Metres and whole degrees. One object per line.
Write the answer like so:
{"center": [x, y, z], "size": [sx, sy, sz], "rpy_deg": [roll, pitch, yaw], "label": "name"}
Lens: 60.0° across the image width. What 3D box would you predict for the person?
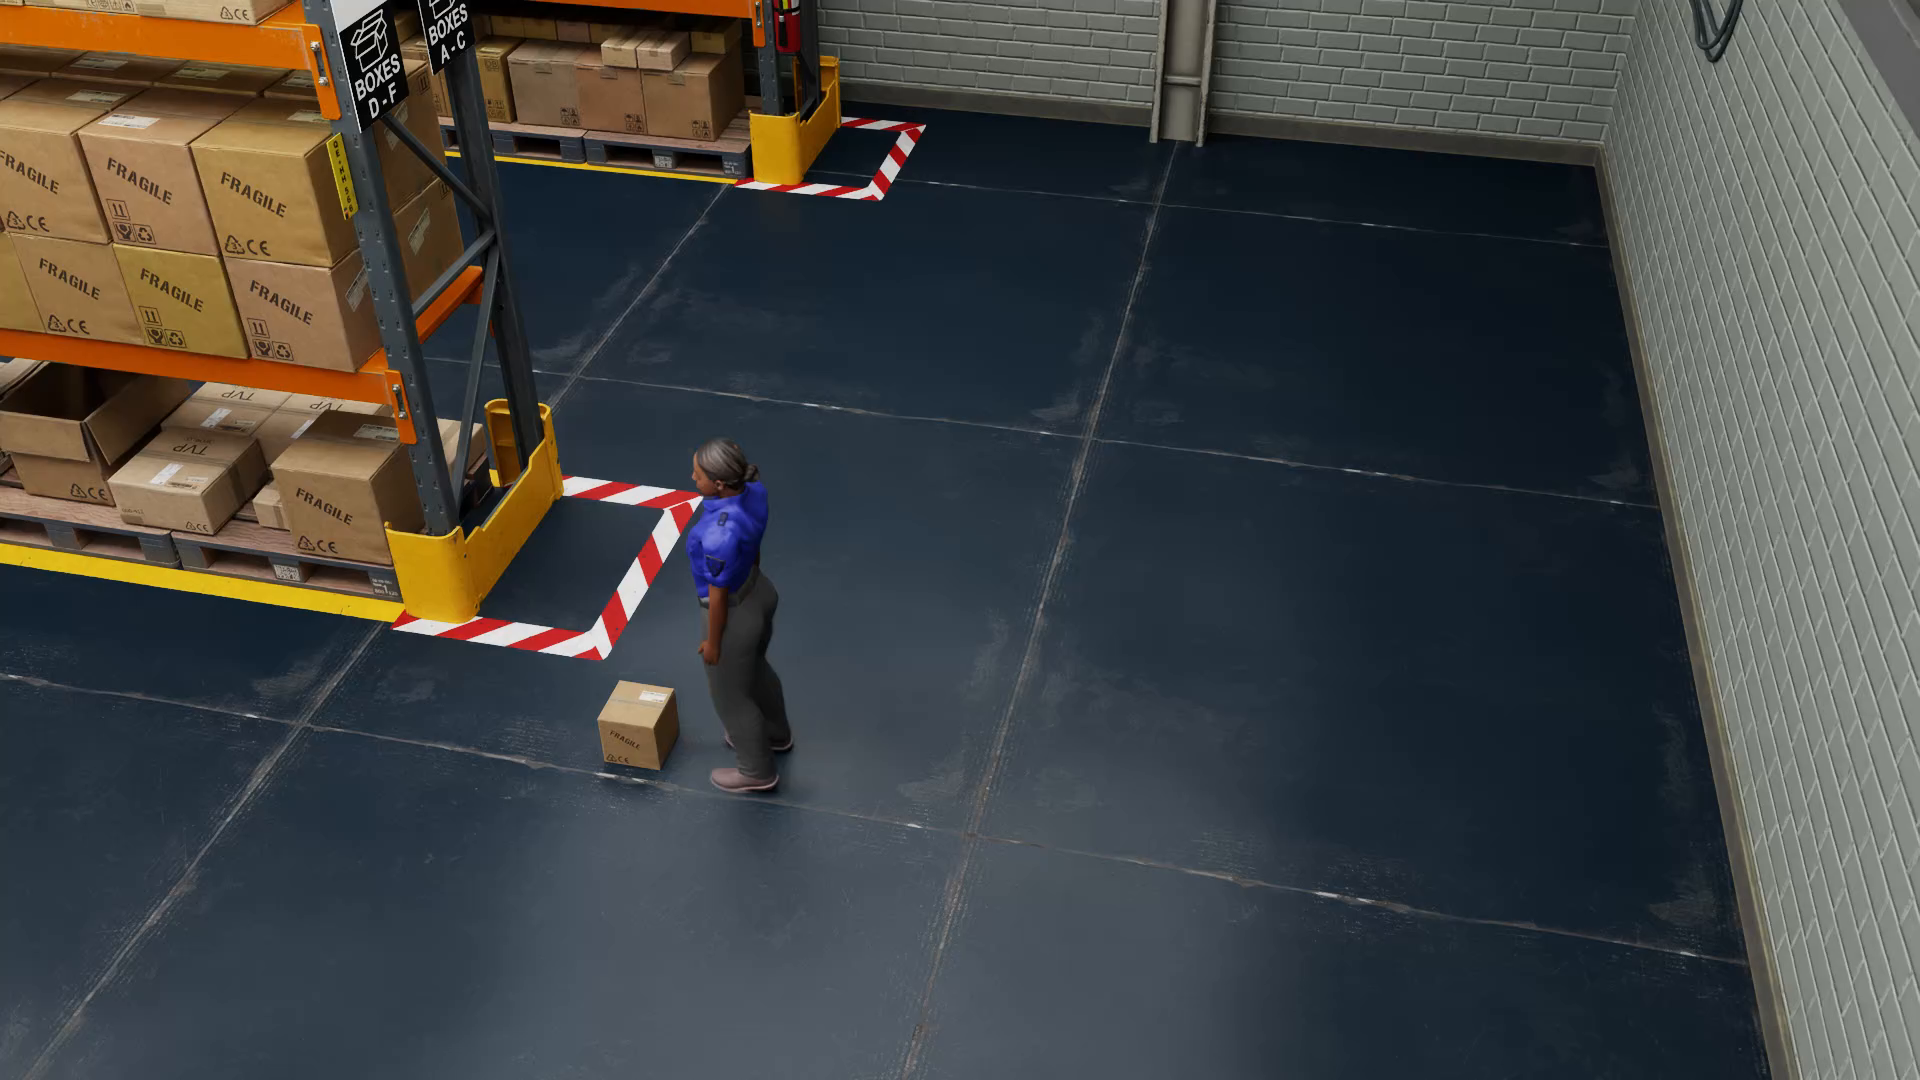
{"center": [-0.889, 0.298, 6.579], "size": [0.309, 1.664, 0.427], "rpy_deg": [8, 38, 11], "label": "person"}
